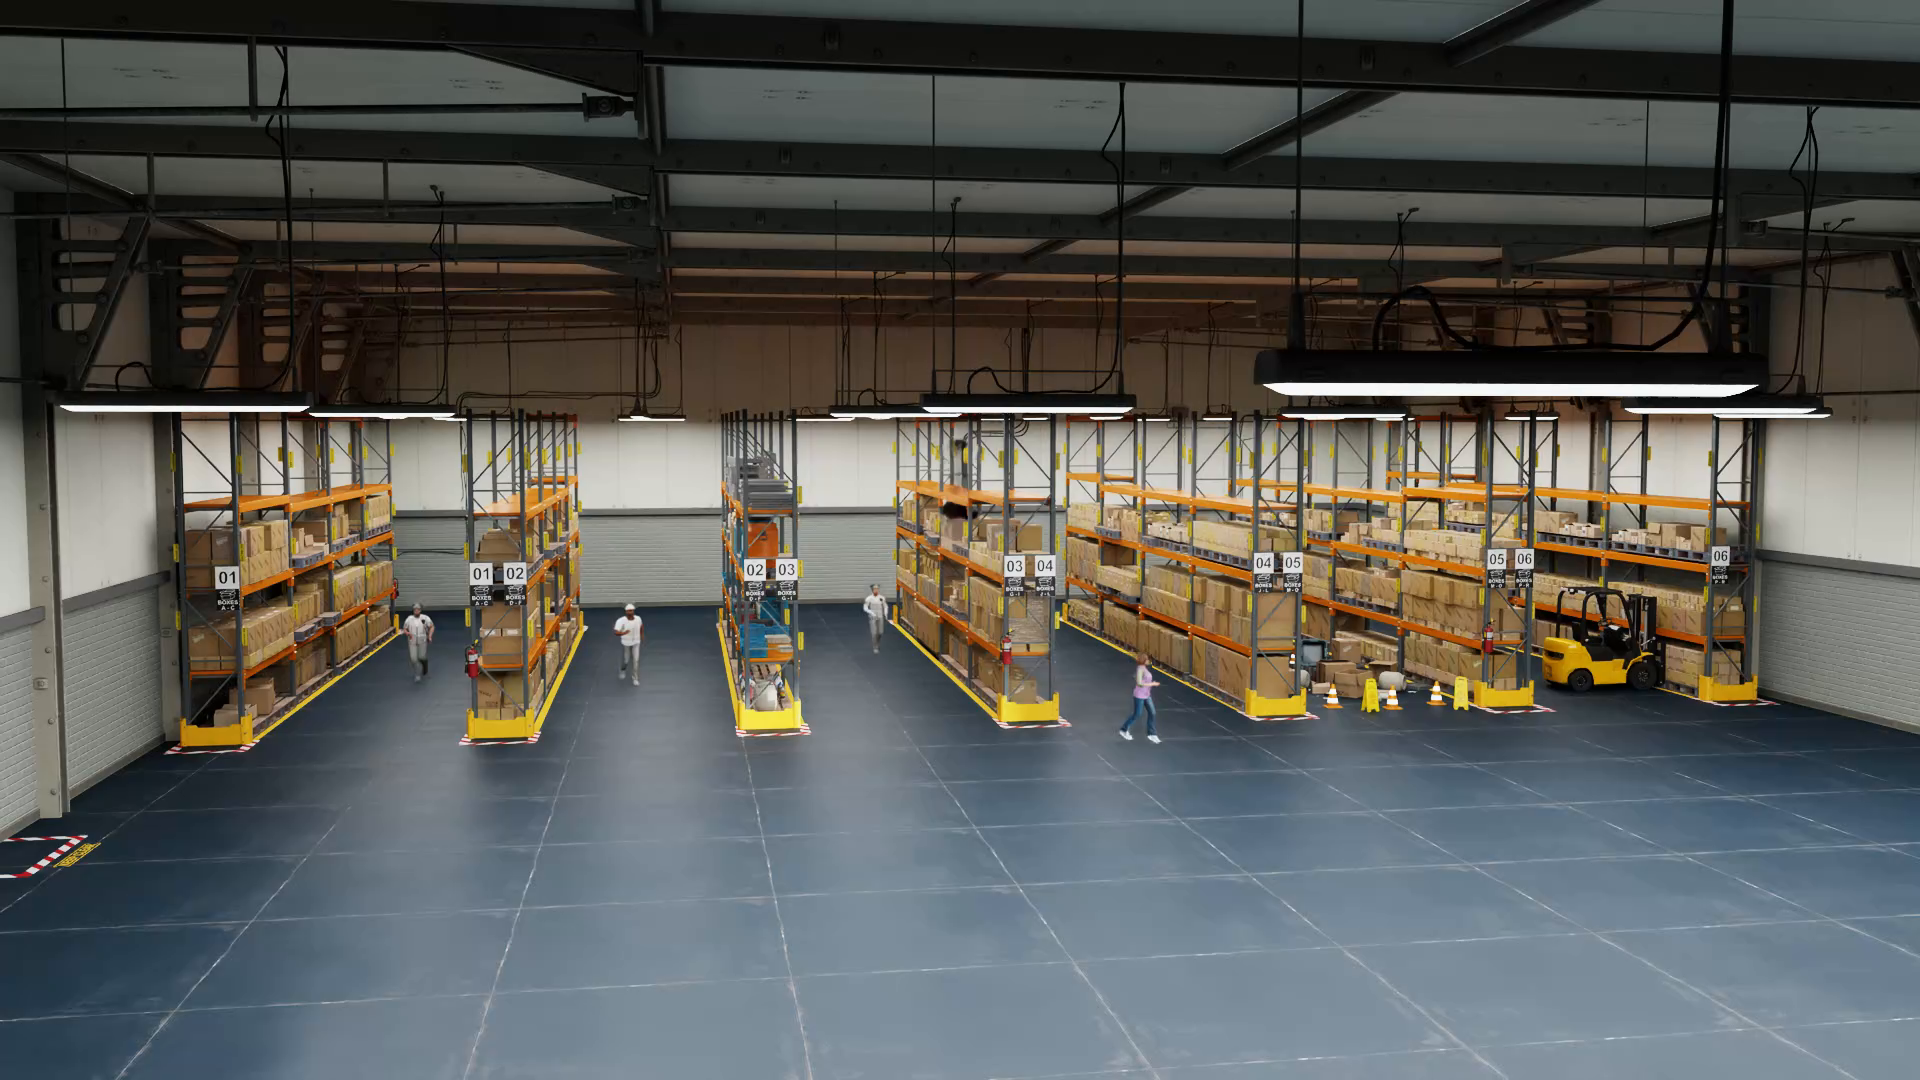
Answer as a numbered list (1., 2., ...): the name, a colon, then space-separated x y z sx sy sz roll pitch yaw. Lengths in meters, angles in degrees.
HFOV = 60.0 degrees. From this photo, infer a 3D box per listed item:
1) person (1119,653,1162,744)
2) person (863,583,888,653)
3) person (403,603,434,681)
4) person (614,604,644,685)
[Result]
1. person: 3.221 2.834 29.781 0.757 1.630 0.528 2 4 27
2. person: -1.984 1.859 39.529 0.612 1.662 0.499 -1 4 -12
3. person: -12.093 2.269 37.105 0.658 1.743 0.558 -1 4 -11
4. person: -7.254 2.274 36.519 0.719 1.751 0.926 -2 5 -29
